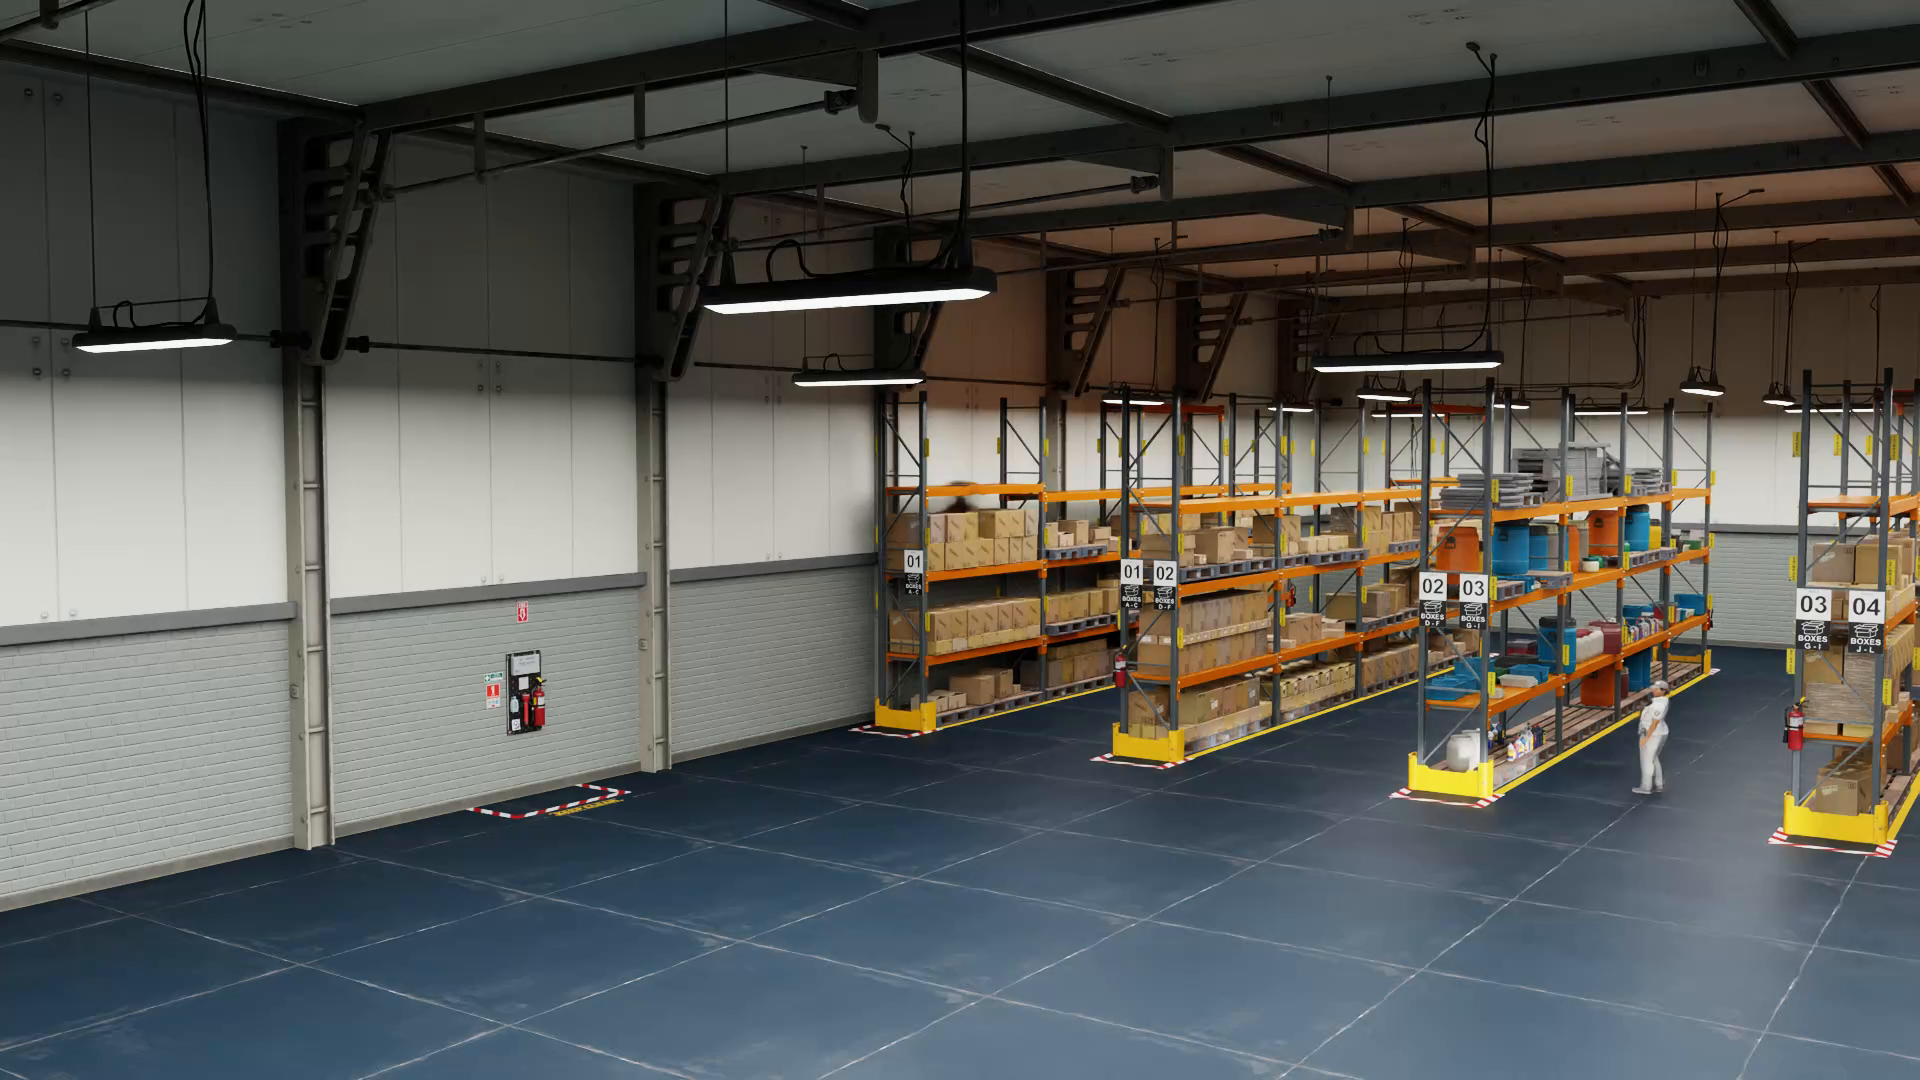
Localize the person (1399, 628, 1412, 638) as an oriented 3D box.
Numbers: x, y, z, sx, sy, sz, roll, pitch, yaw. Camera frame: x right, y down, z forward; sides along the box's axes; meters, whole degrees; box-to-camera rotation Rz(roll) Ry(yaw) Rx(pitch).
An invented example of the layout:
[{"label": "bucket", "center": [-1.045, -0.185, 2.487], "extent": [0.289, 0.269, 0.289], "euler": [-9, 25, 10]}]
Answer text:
[{"label": "person", "center": [11.335, 1.847, 42.078], "extent": [0.497, 1.667, 0.629], "euler": [0, 3, 8]}]

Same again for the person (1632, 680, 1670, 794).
[{"label": "person", "center": [9.978, 2.863, 23.982], "extent": [0.503, 1.710, 0.583], "euler": [3, 4, 44]}]
